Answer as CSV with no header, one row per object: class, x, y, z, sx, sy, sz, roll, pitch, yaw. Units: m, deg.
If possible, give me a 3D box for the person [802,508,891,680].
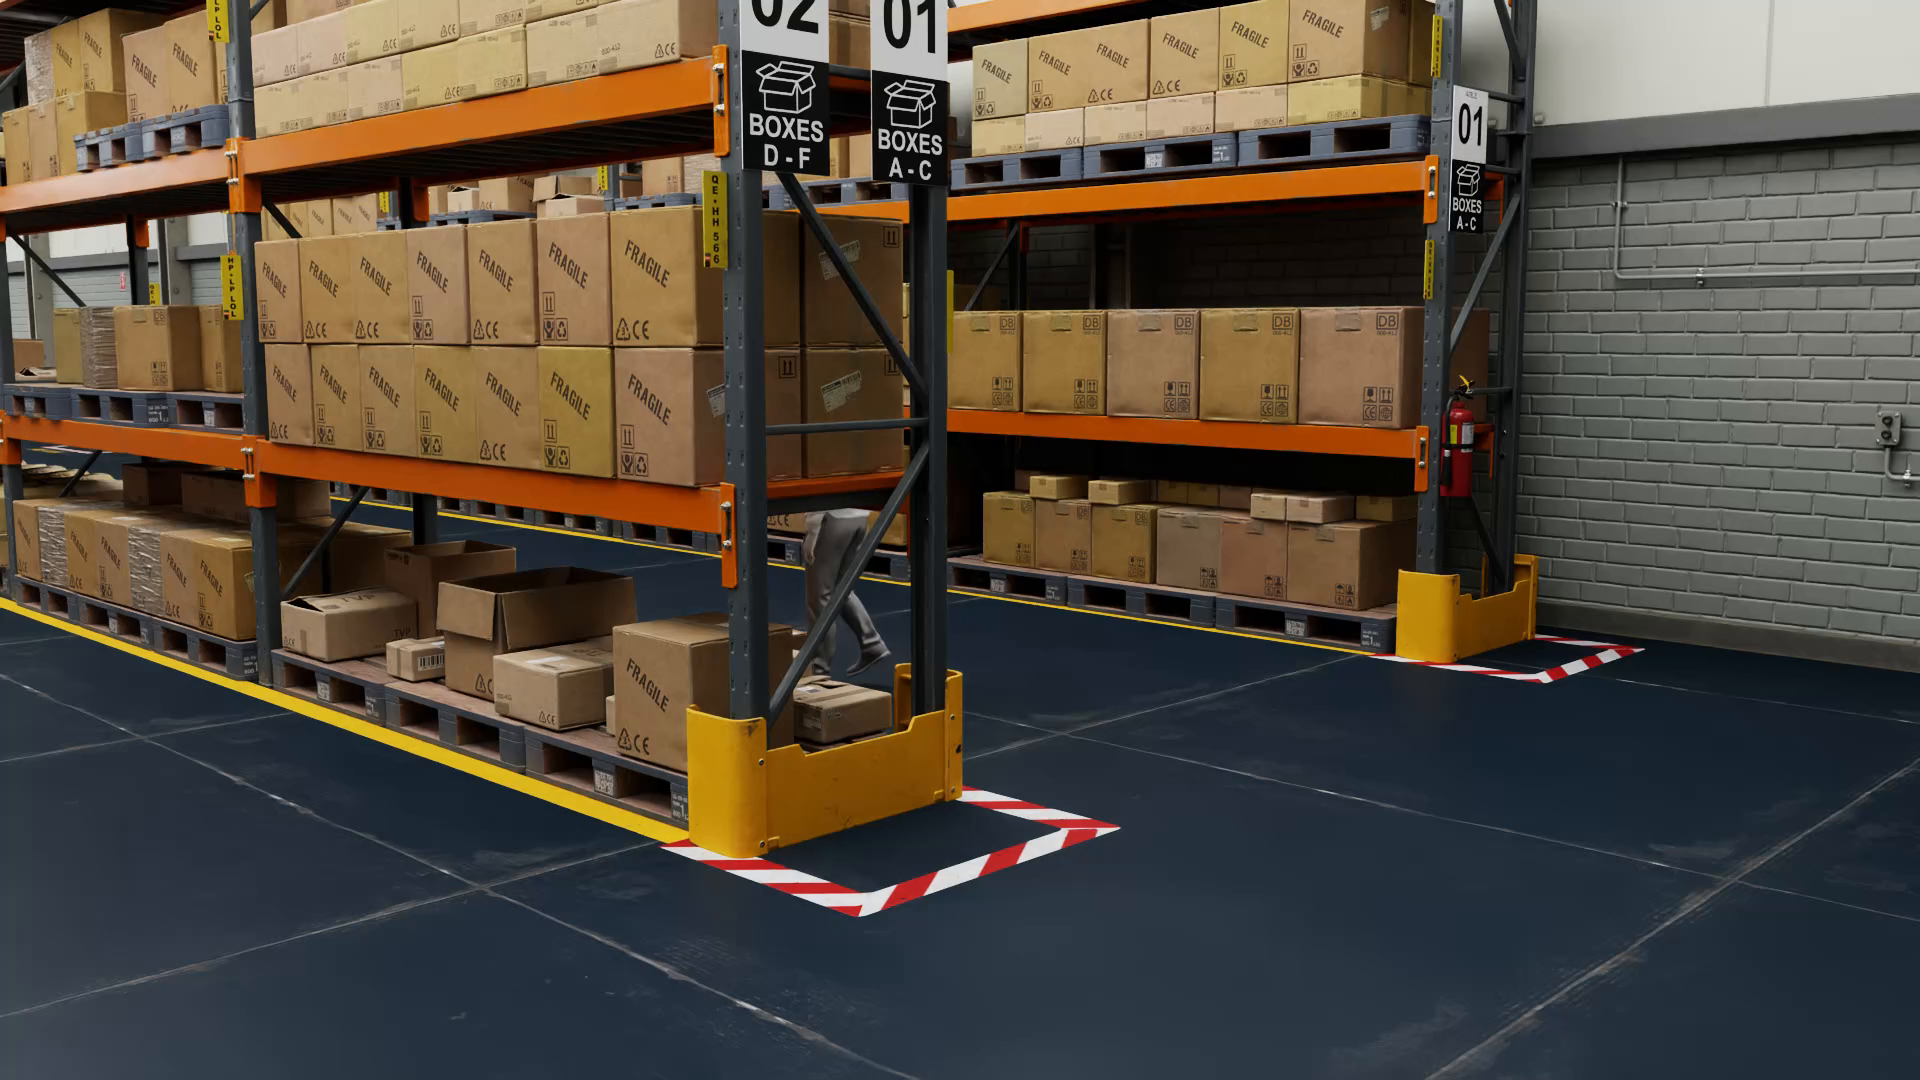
person,-0.645,-0.054,8.538,0.484,1.672,0.558,3,8,23
